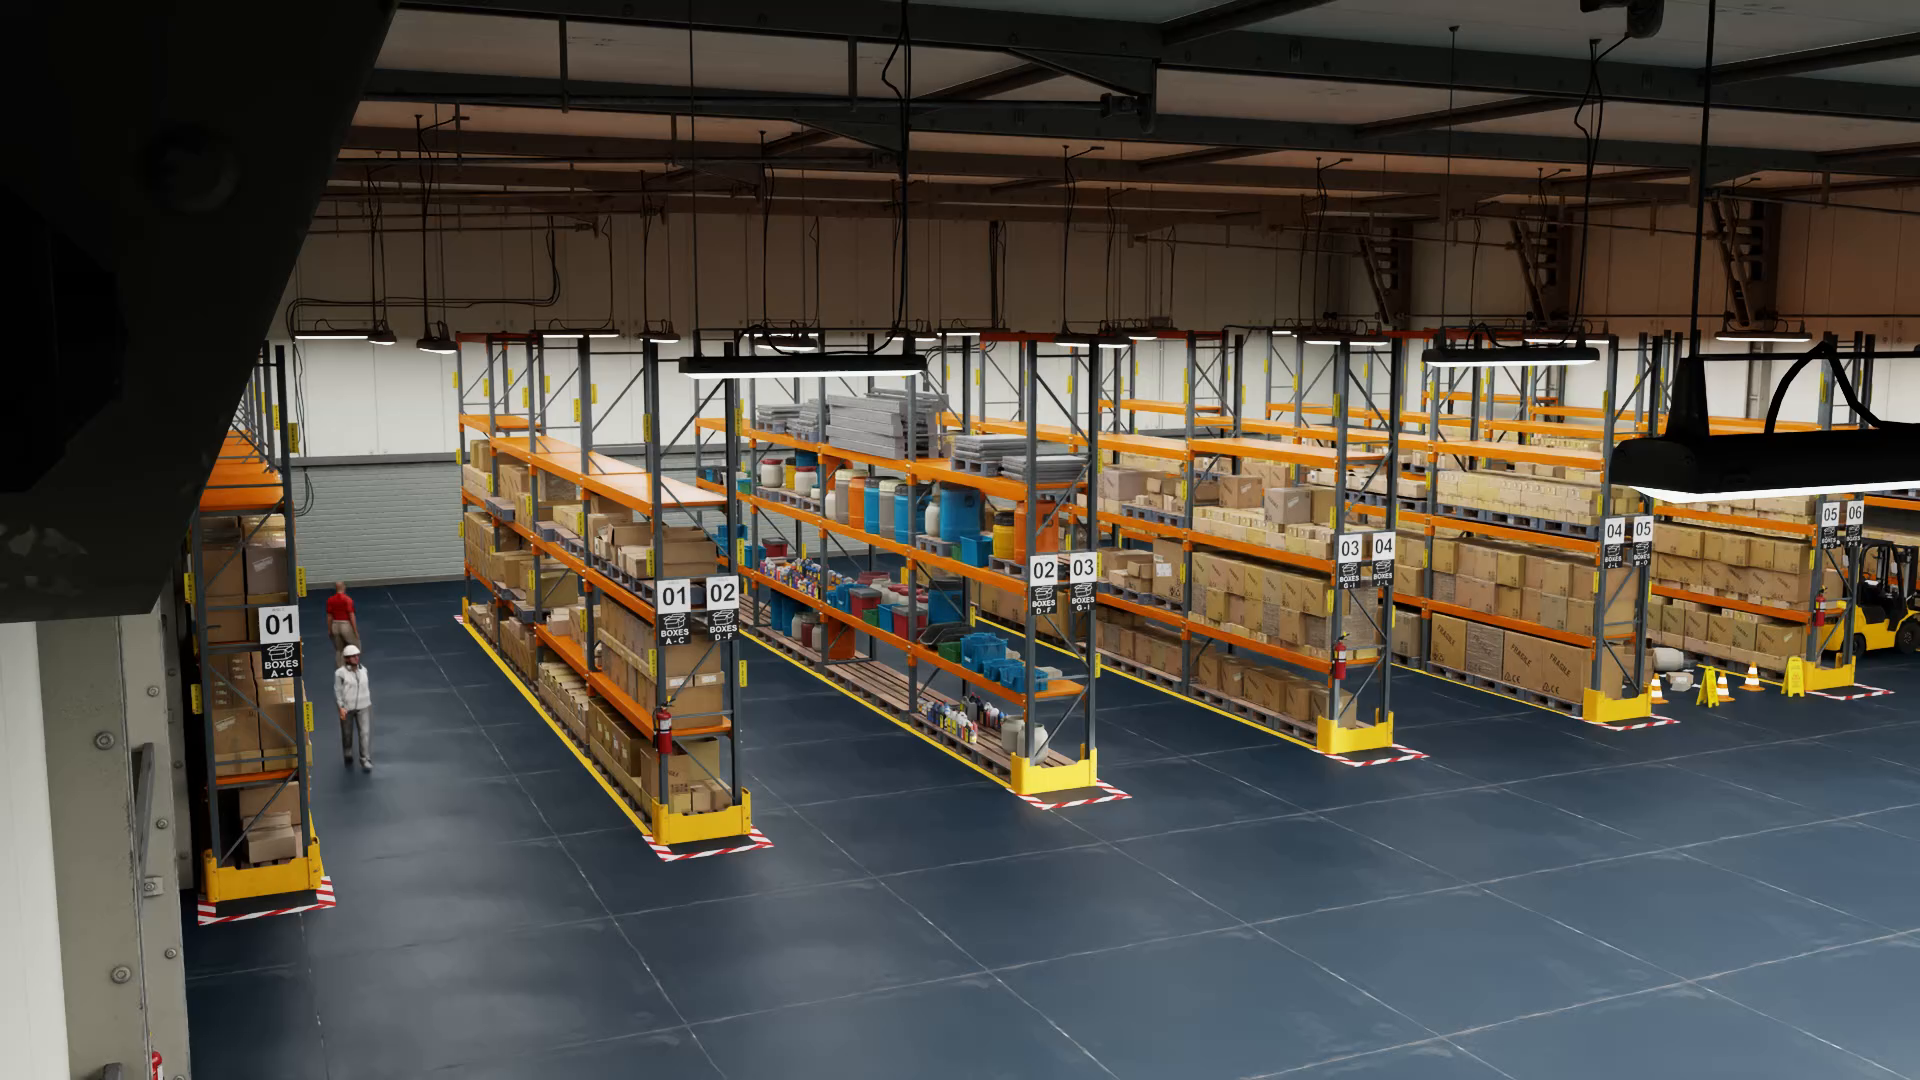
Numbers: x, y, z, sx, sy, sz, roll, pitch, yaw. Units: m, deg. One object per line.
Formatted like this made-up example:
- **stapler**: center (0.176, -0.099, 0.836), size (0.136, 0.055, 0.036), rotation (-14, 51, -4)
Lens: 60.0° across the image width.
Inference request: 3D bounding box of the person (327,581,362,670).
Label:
- **person**: center (-10.773, 1.581, 28.980), size (0.573, 1.726, 0.516), rotation (2, 8, 17)

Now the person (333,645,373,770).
- **person**: center (-8.540, 2.334, 23.364), size (0.509, 1.720, 1.084), rotation (-4, 9, -27)

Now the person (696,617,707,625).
- **person**: center (-4.729, 1.406, 30.438), size (0.673, 1.687, 0.630), rotation (-2, 8, -16)
